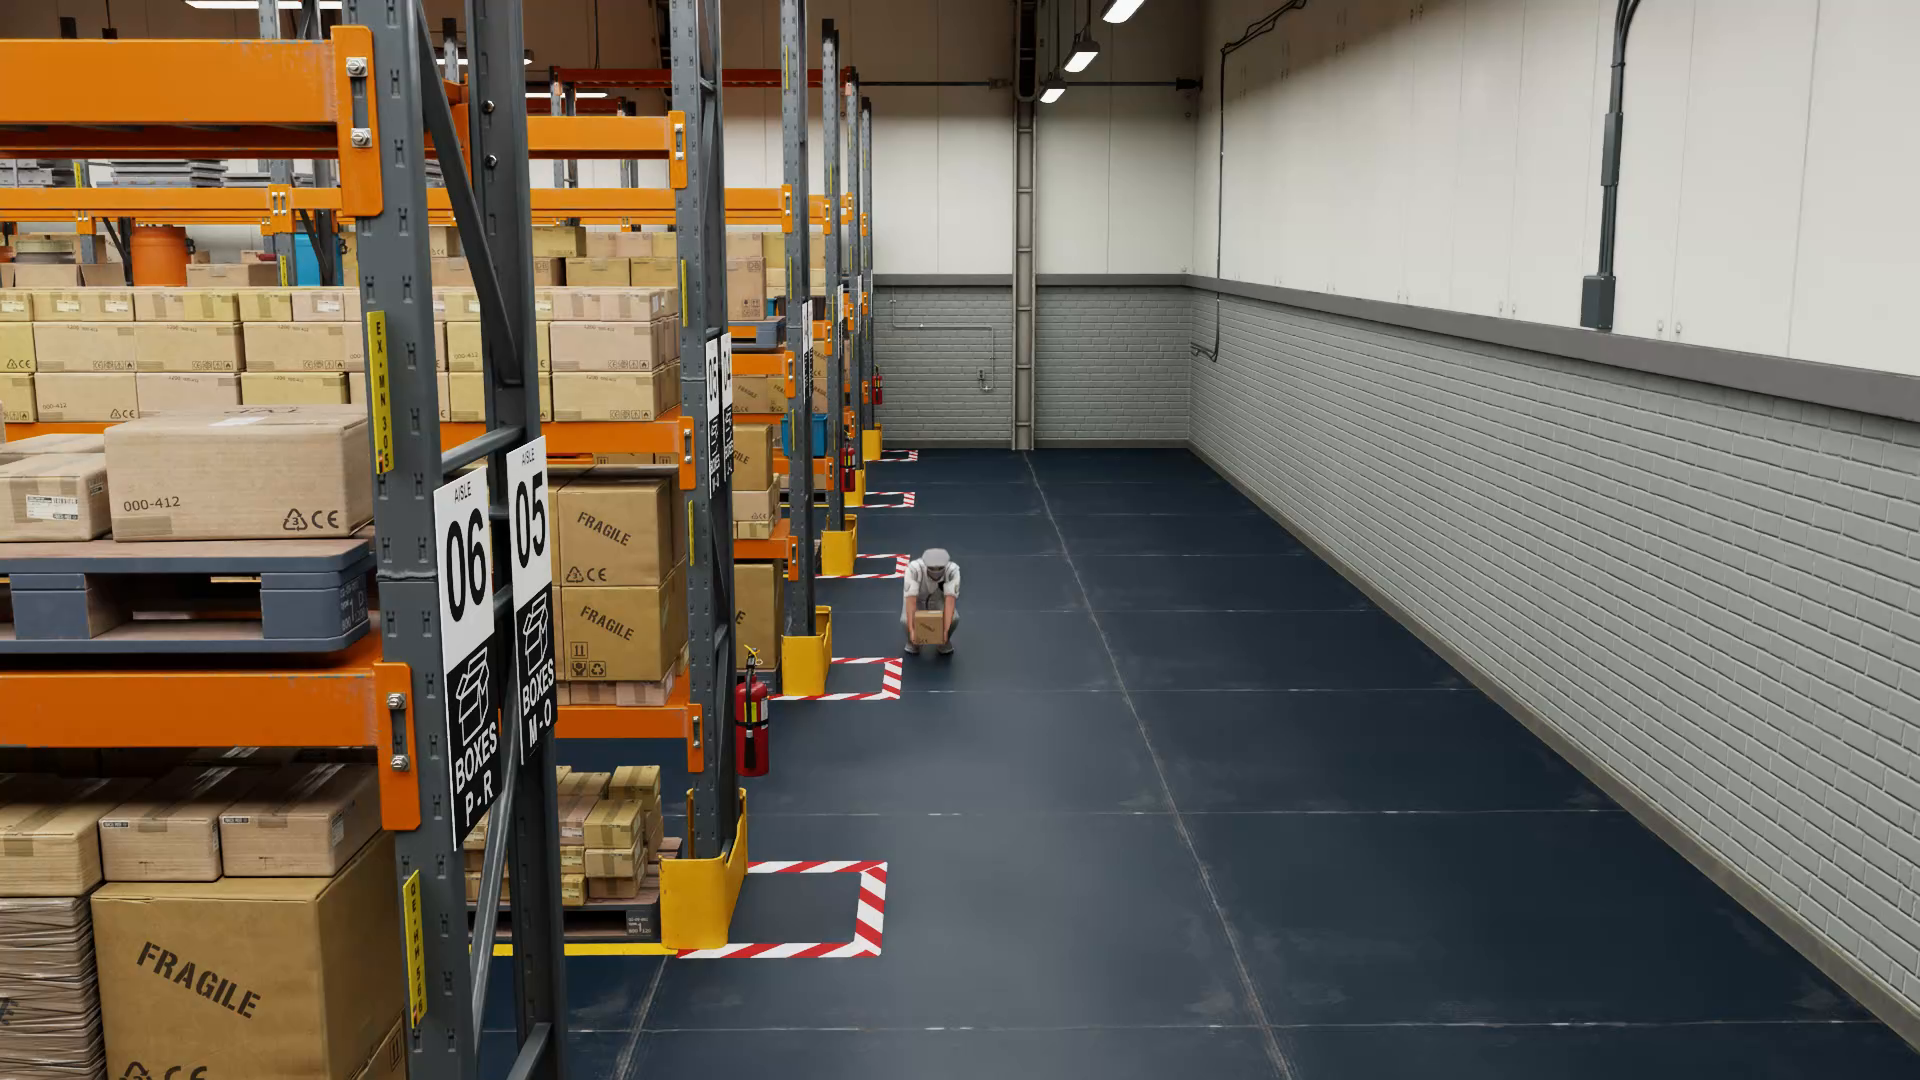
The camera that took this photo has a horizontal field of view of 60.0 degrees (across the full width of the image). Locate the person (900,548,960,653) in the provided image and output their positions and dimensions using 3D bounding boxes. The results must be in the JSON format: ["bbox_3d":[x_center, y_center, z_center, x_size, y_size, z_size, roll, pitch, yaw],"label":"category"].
[{"bbox_3d":[-0.273,0.532,15.036,0.534,1.026,0.918,0,10,-2],"label":"person"}]
